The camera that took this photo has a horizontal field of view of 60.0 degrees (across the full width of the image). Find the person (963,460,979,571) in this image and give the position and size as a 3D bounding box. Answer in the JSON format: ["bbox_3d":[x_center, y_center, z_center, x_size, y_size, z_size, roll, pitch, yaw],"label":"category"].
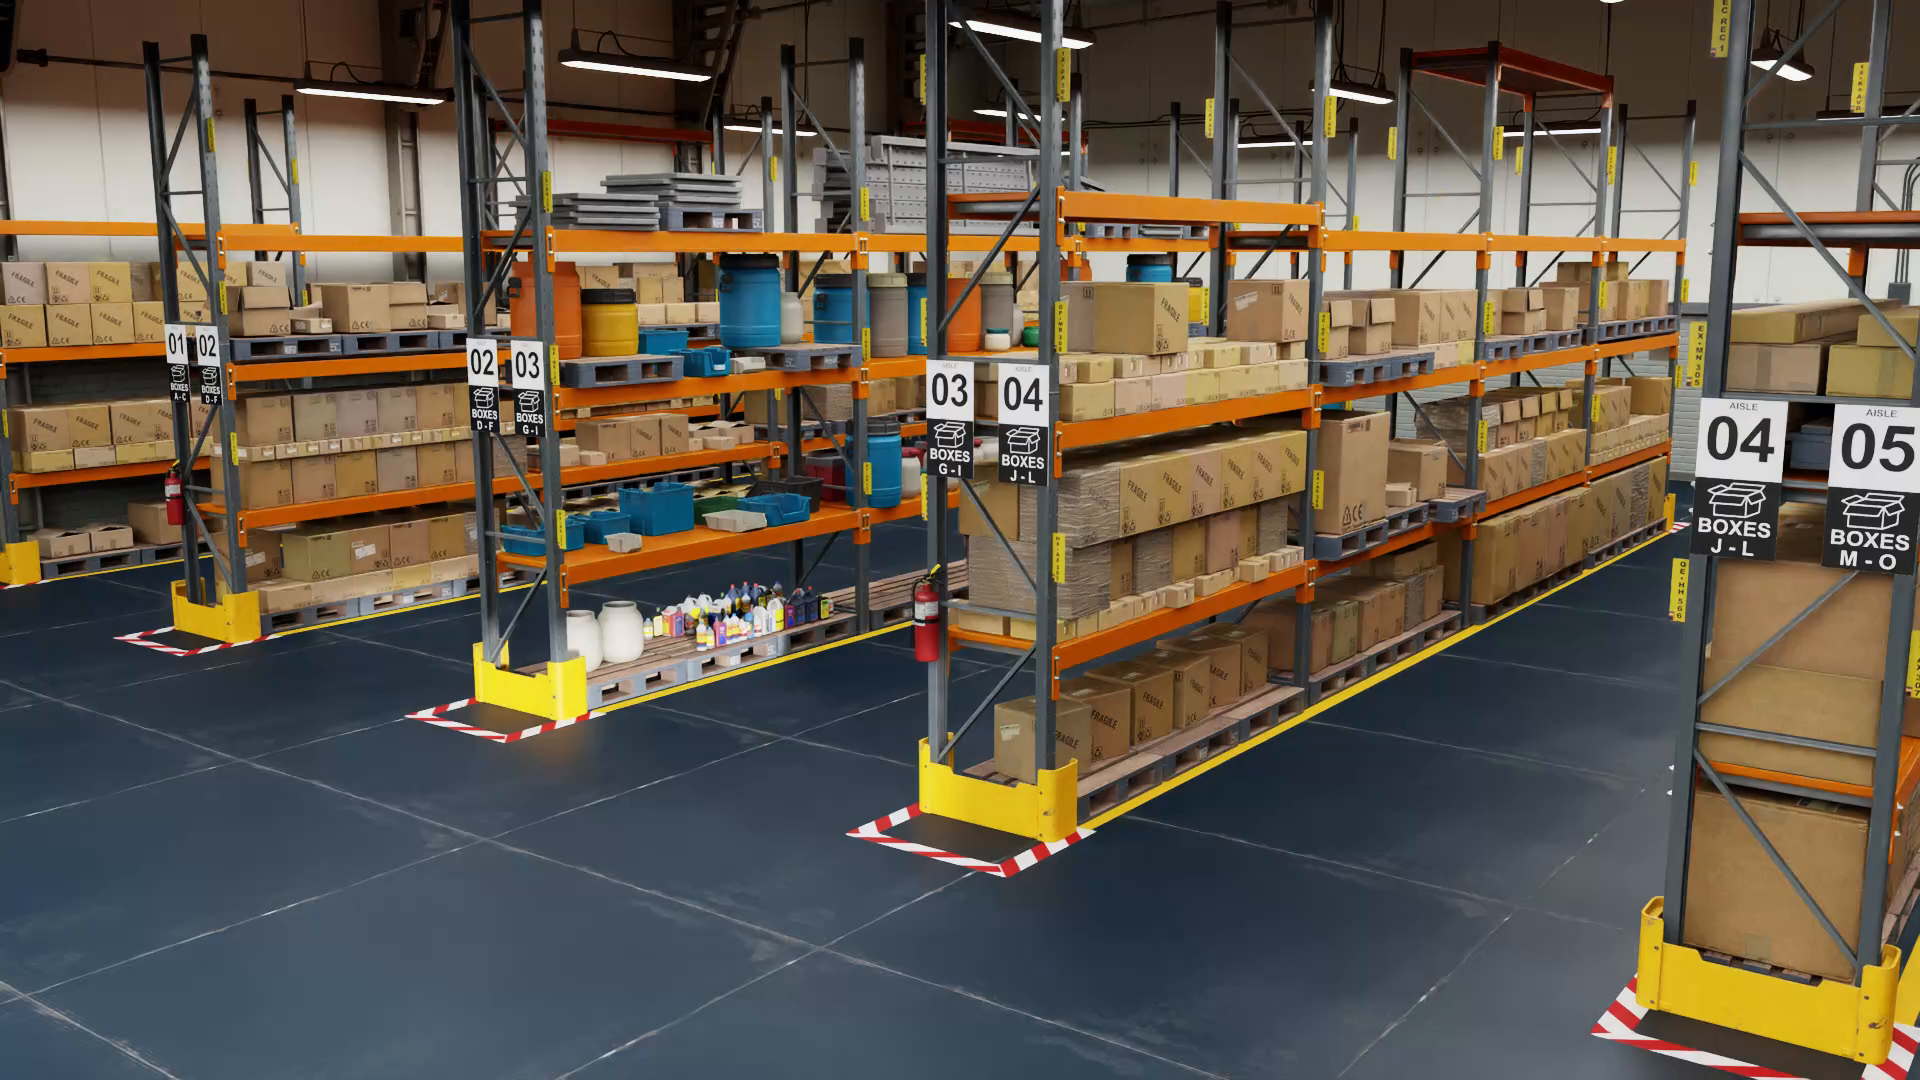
[{"bbox_3d":[0.211,-0.001,17.957,0.584,1.711,0.551,6,11,32],"label":"person"}]
